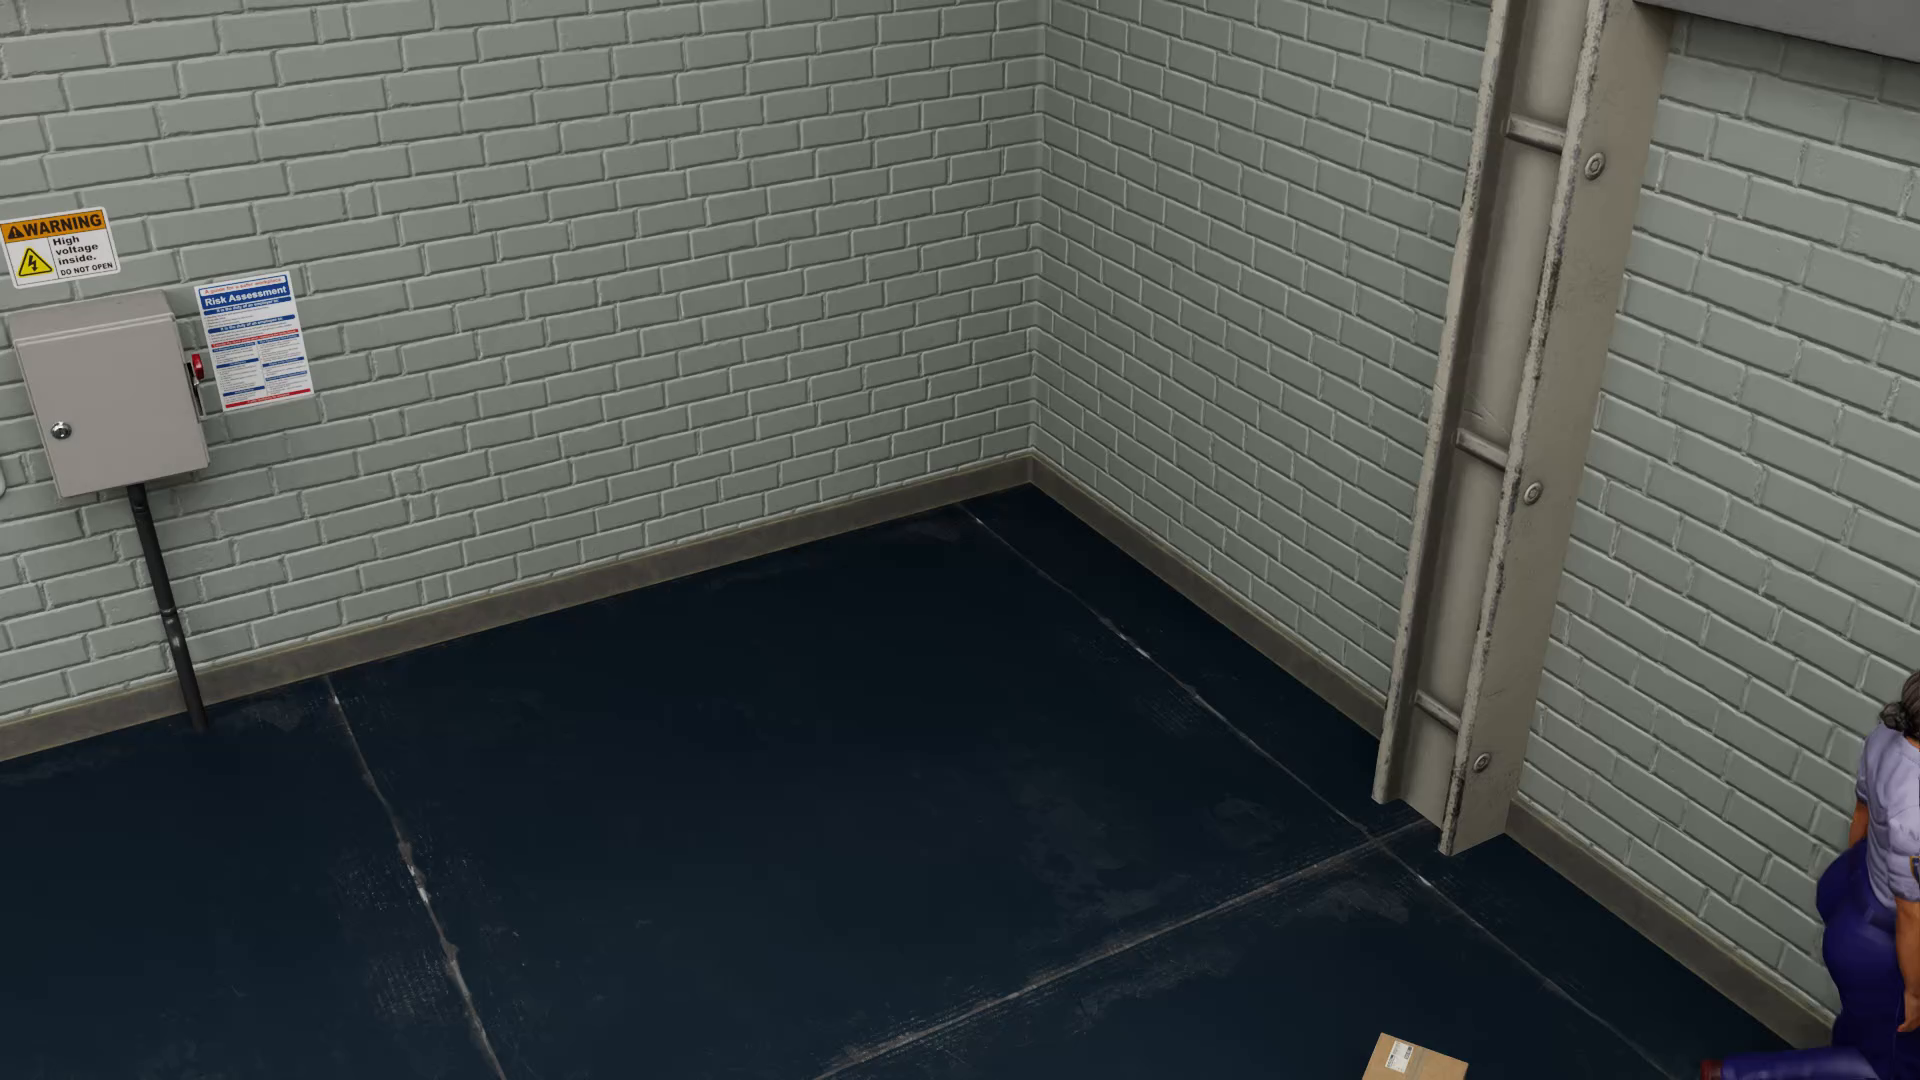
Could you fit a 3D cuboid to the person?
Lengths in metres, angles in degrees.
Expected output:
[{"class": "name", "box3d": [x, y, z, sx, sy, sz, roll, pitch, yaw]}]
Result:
[{"class": "person", "box3d": [2.386, 1.014, 4.309, 0.662, 1.627, 0.482, 10, 31, 18]}]
